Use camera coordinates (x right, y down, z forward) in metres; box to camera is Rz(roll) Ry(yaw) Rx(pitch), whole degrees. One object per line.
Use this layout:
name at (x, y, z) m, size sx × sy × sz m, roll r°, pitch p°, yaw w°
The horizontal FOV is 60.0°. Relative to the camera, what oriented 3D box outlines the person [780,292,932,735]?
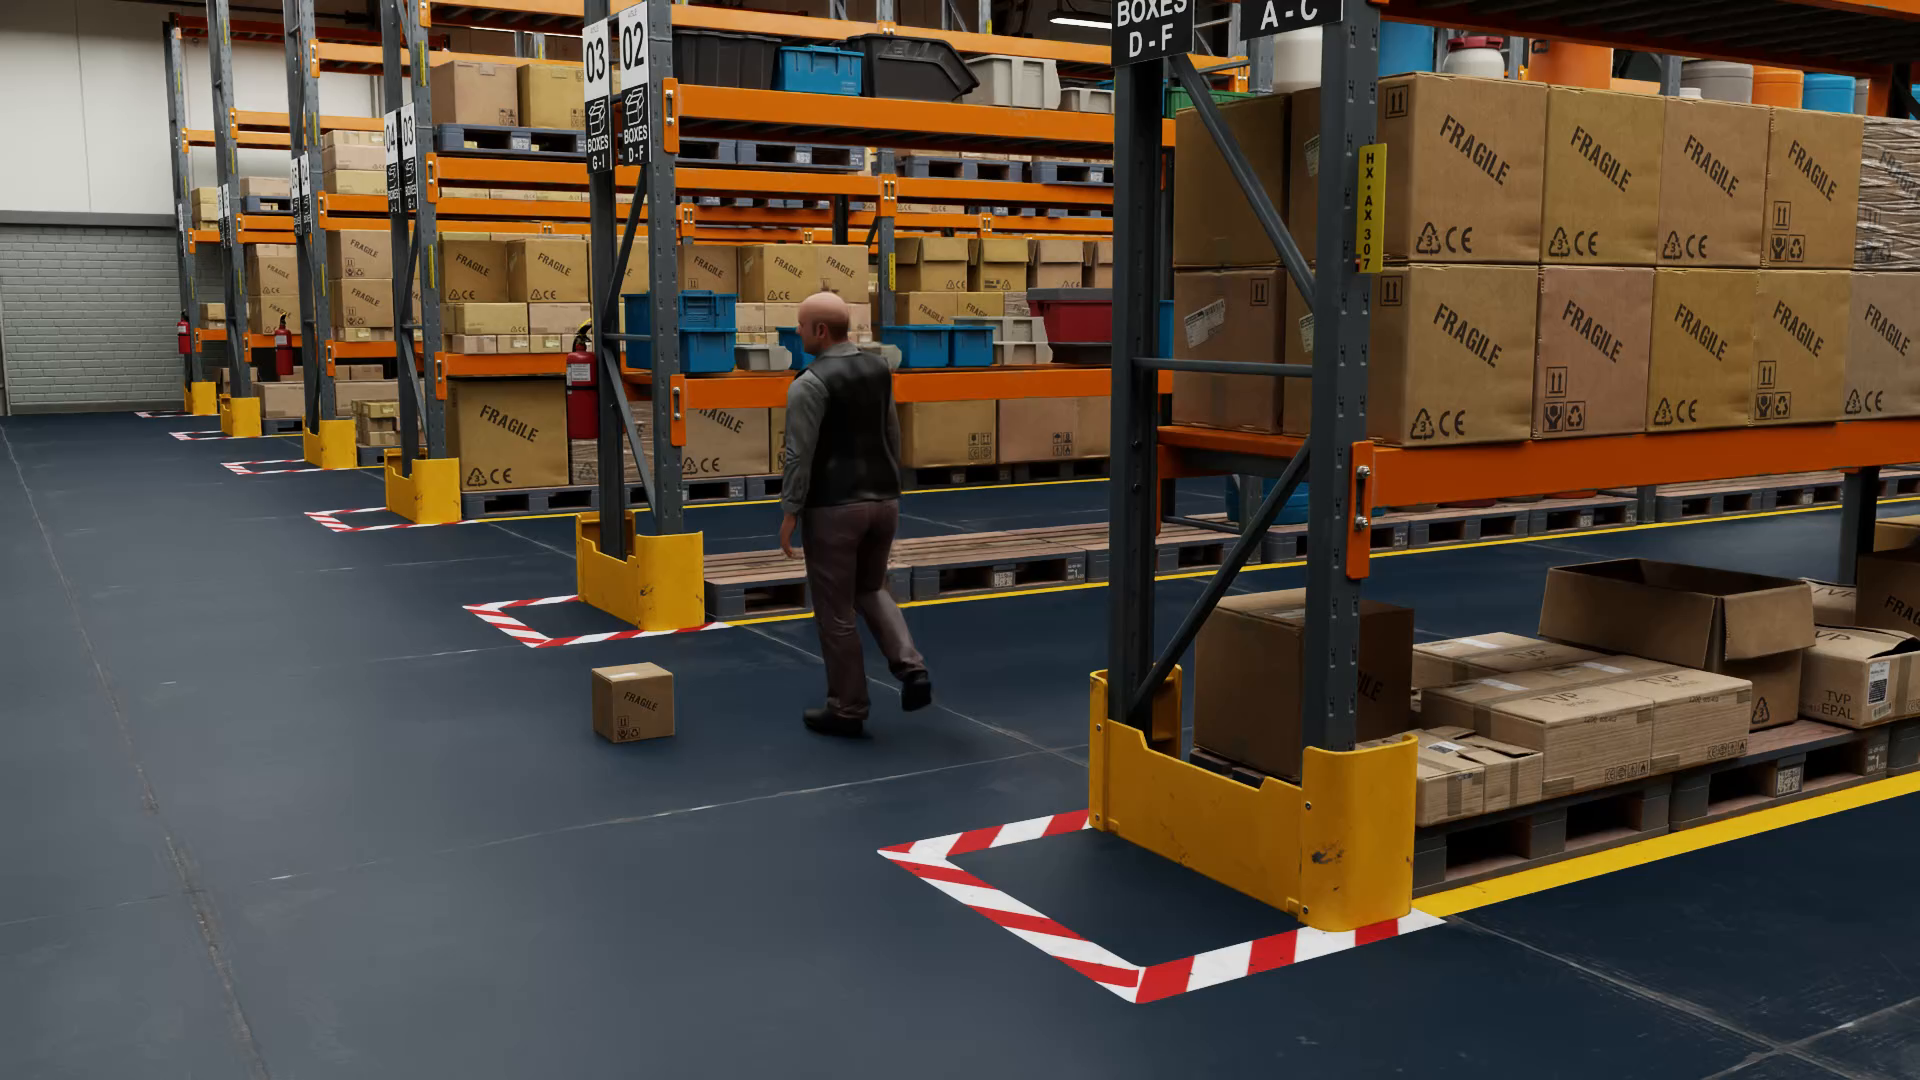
person at (-0.410, -0.097, 6.480) m, size 0.497 × 1.720 × 0.584 m, roll 8°, pitch 11°, yaw 43°
